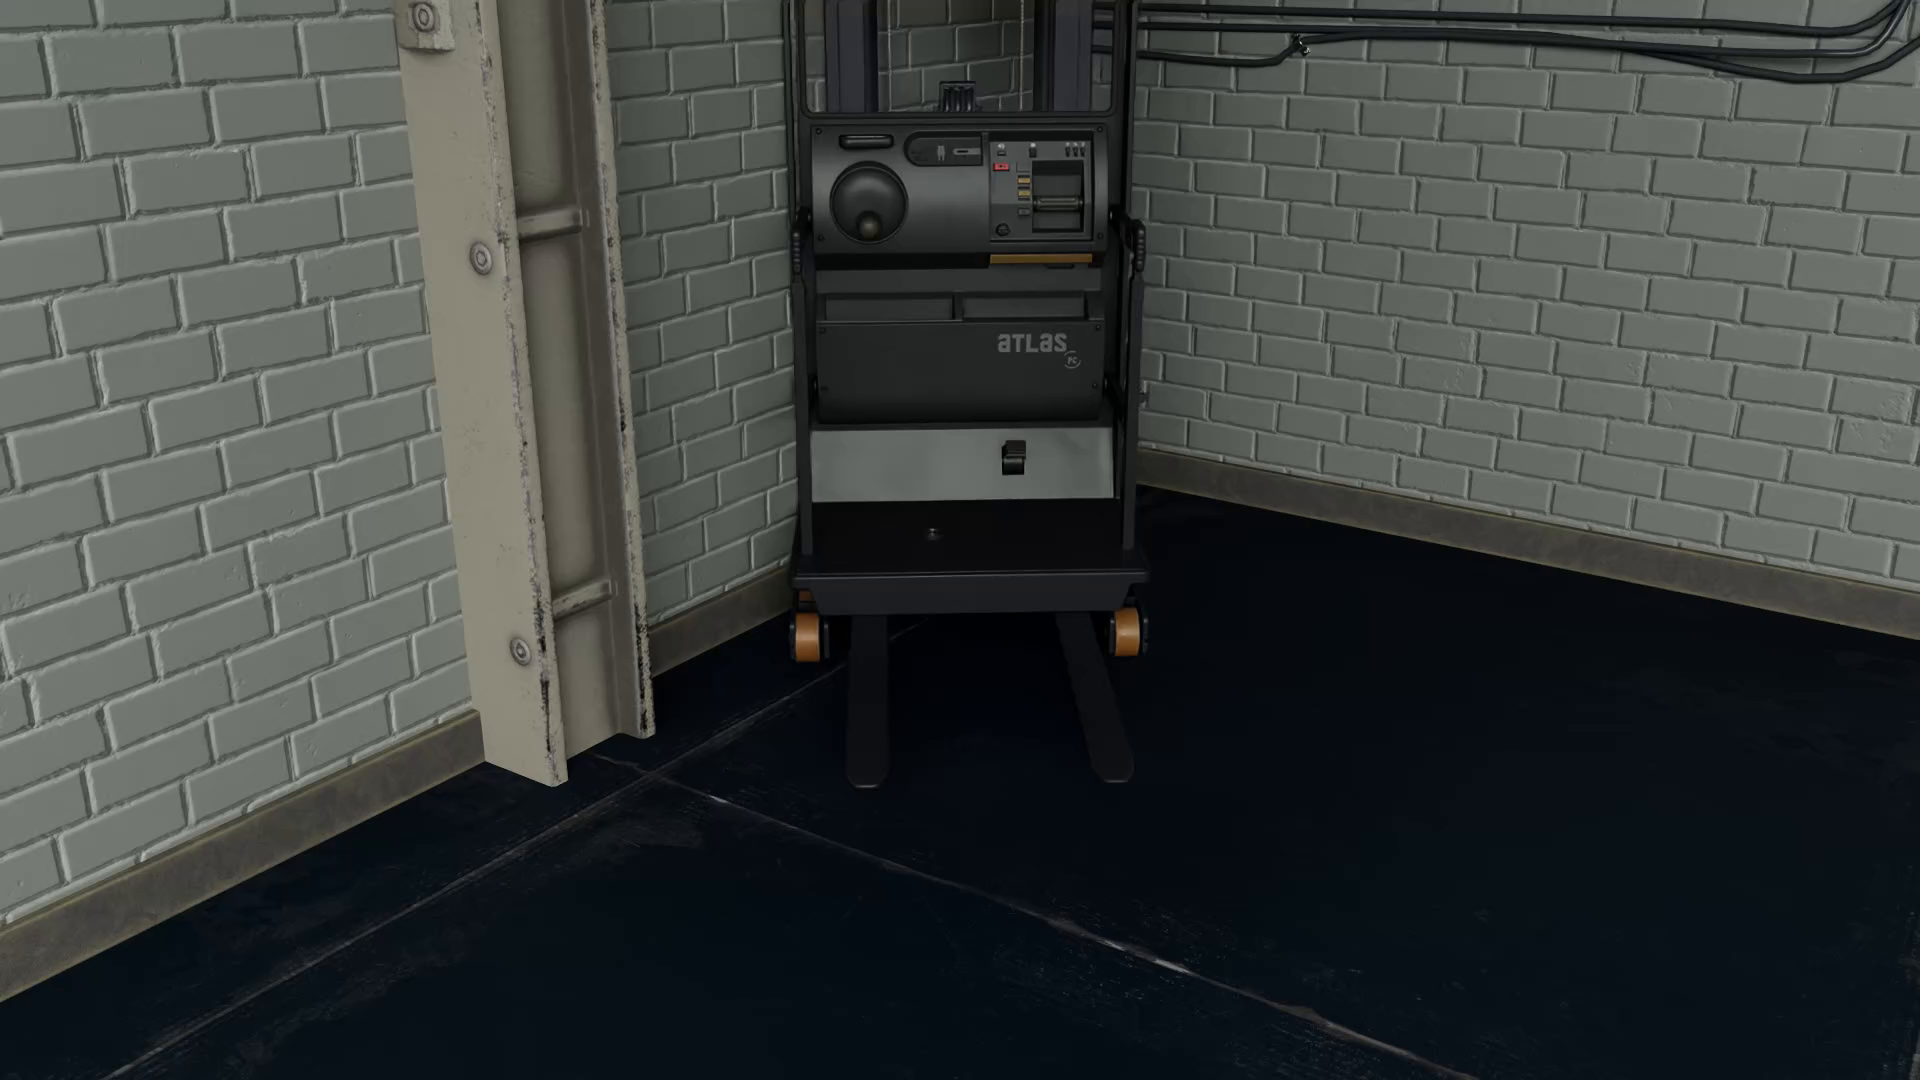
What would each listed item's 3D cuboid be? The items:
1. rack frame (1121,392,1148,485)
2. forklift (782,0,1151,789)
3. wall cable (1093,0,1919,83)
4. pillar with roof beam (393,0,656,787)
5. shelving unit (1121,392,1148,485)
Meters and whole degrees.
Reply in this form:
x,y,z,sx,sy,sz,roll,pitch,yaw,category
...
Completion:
x,y,z,sx,sy,sz,roll,pitch,yaw,category
0.694,-0.407,6.827,1.500,0.400,0.023,-17,33,-38,rack frame
0.012,-1.100,5.014,1.130,2.935,3.031,-1,20,-2,forklift
1.643,-2.774,5.268,3.097,2.526,0.112,13,24,32,wall cable
2.453,-2.803,0.872,9.100,9.000,0.400,13,24,32,pillar with roof beam
0.455,-0.543,7.069,1.500,0.431,0.755,-17,33,-38,shelving unit
